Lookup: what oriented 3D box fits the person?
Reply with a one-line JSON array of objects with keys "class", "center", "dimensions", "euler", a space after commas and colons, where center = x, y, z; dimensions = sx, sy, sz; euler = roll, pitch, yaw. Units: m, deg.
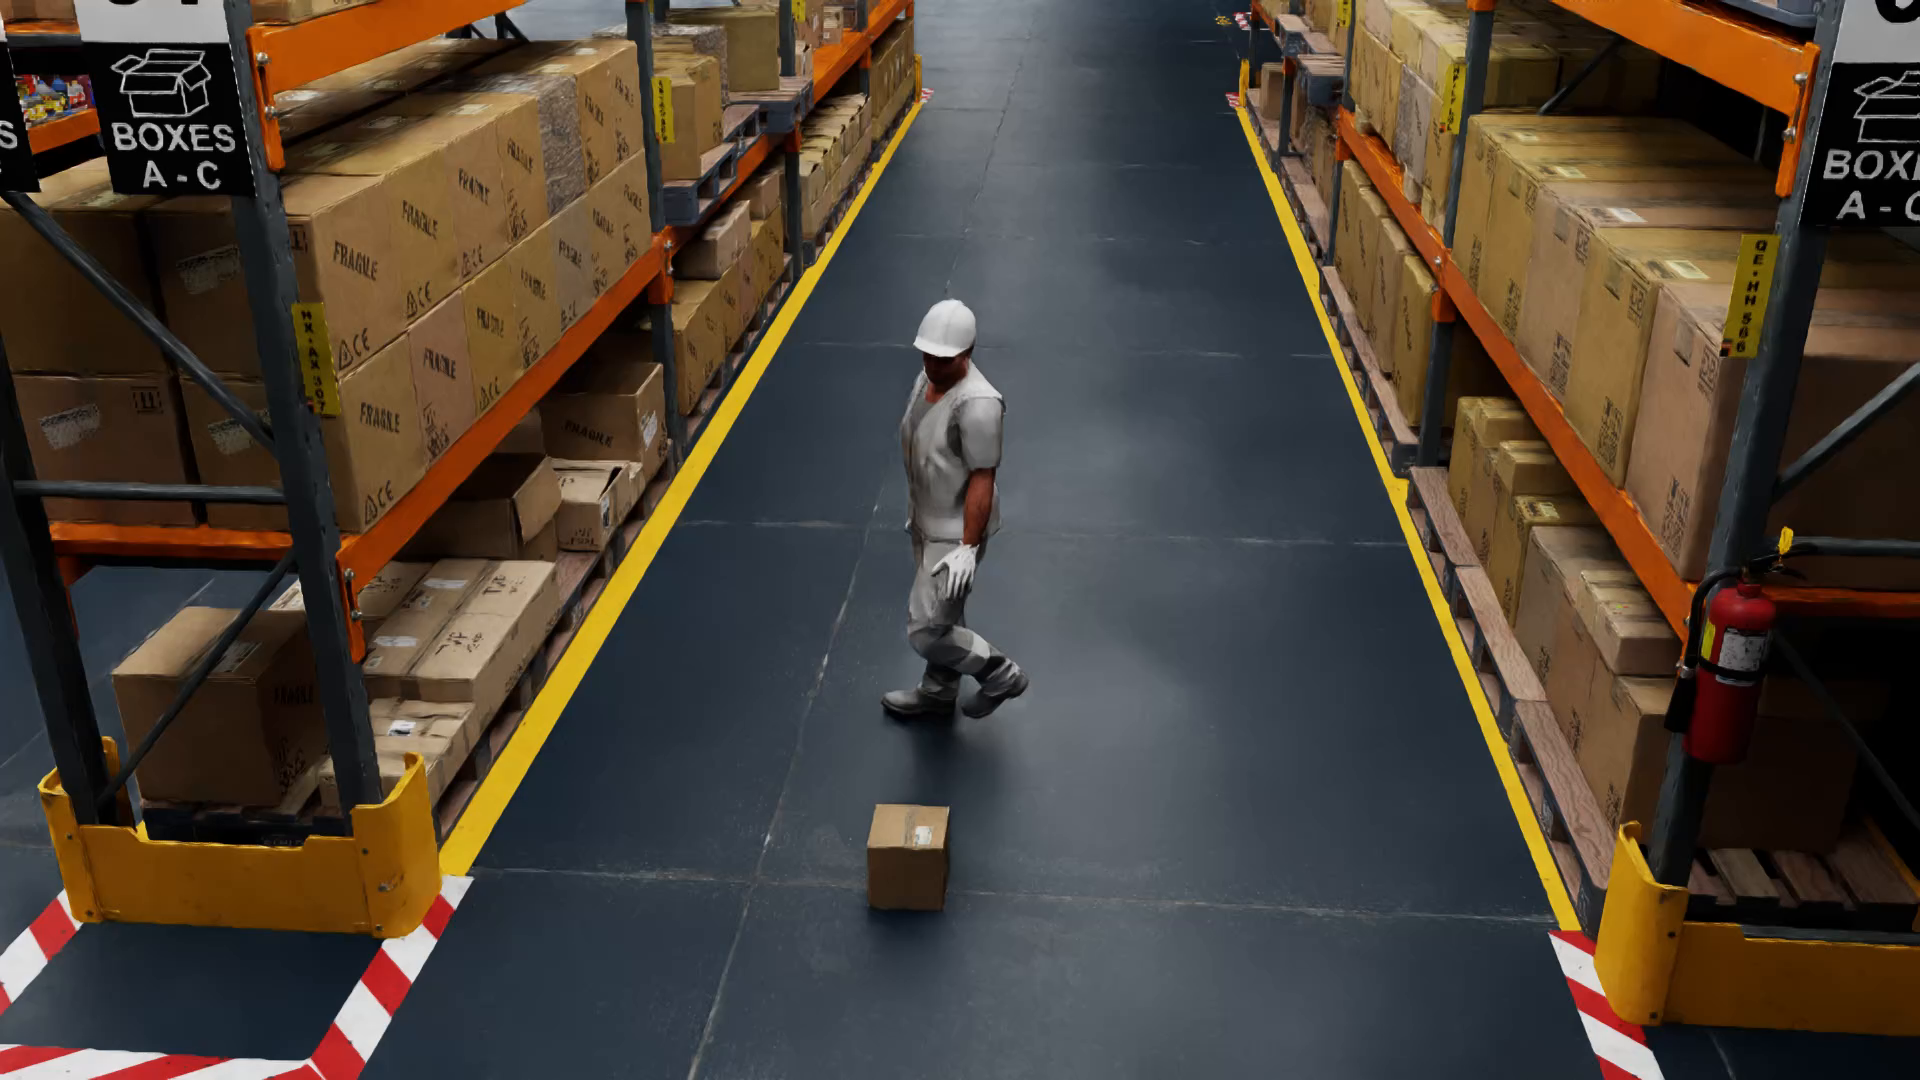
[{"class": "person", "center": [0.000, -0.047, 6.172], "dimensions": [0.509, 1.774, 0.633], "euler": [-9, 26, -19]}]
